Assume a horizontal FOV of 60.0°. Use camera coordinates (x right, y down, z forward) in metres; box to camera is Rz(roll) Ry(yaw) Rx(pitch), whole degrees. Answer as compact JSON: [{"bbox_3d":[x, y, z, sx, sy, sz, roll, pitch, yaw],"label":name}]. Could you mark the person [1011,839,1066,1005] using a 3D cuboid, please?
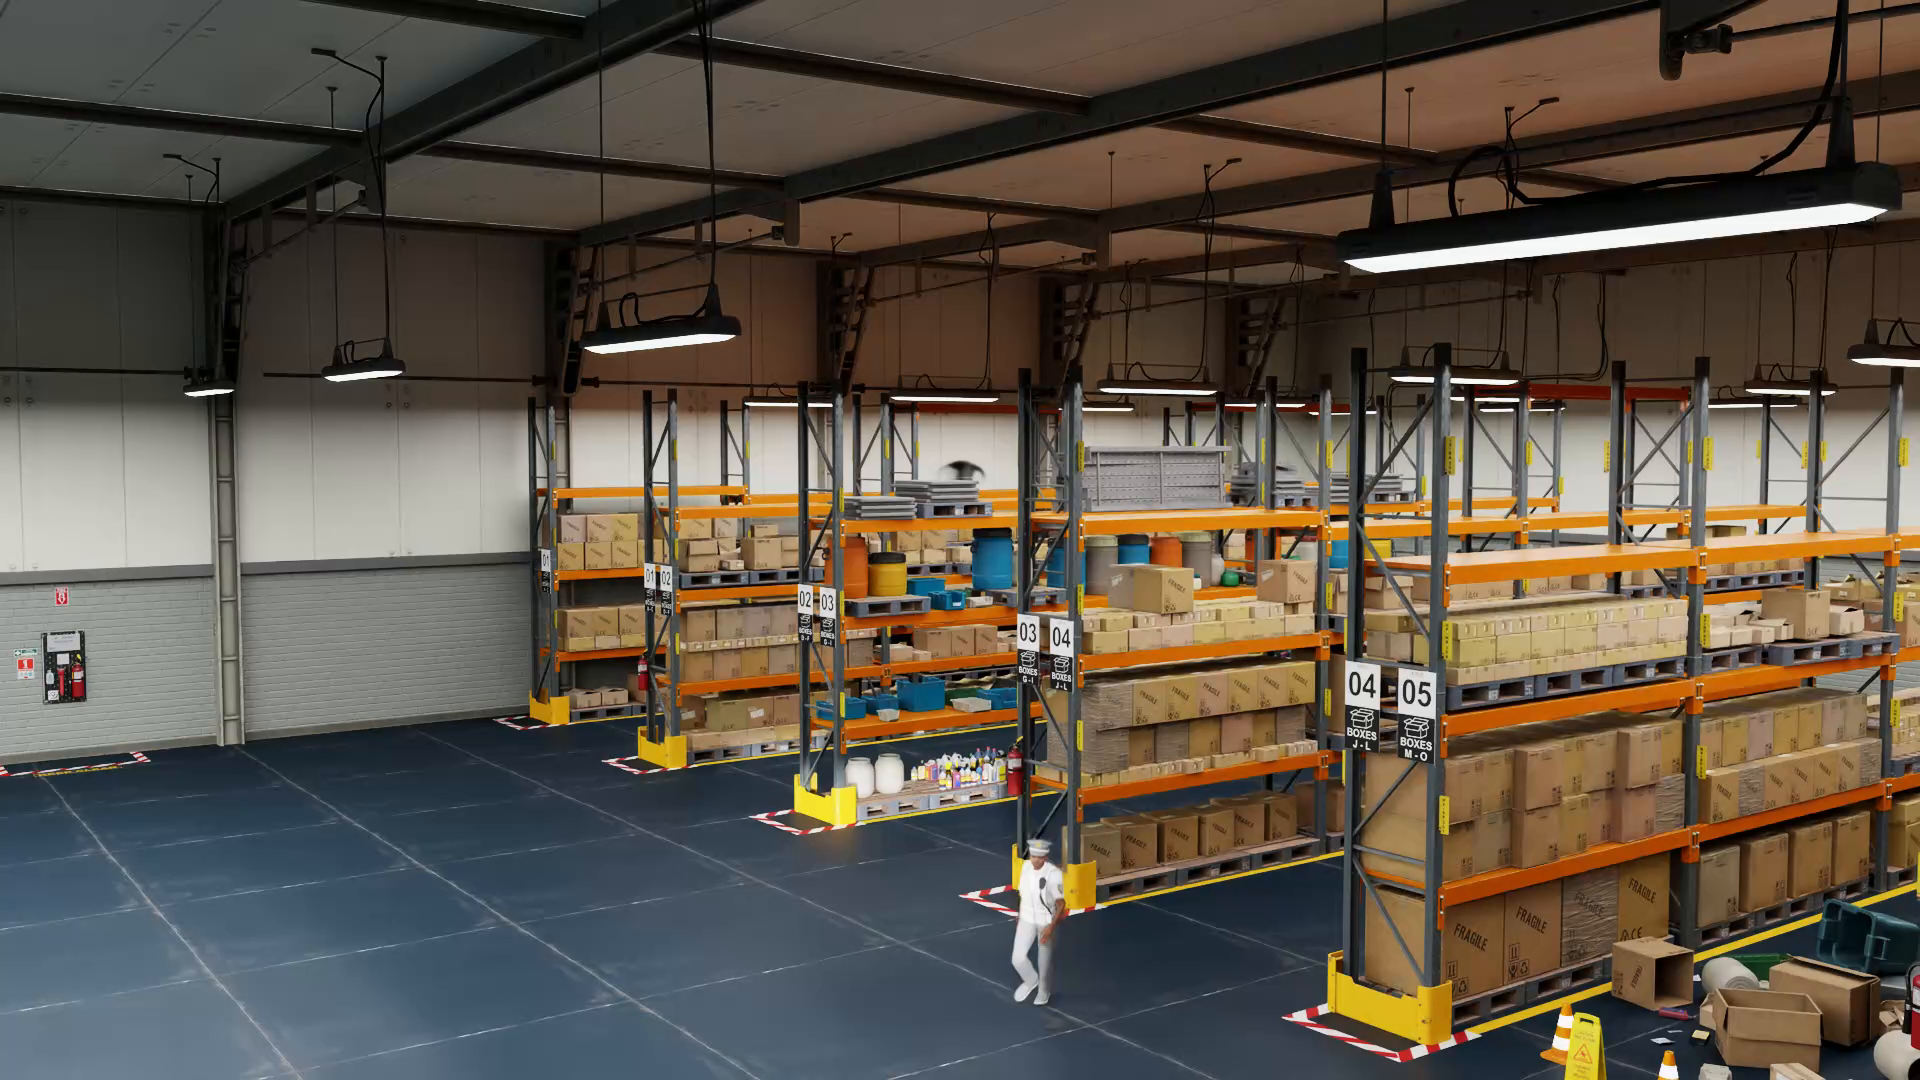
[{"bbox_3d":[0.731,3.463,15.066,0.556,1.609,0.712,2,4,24],"label":"person"}]
